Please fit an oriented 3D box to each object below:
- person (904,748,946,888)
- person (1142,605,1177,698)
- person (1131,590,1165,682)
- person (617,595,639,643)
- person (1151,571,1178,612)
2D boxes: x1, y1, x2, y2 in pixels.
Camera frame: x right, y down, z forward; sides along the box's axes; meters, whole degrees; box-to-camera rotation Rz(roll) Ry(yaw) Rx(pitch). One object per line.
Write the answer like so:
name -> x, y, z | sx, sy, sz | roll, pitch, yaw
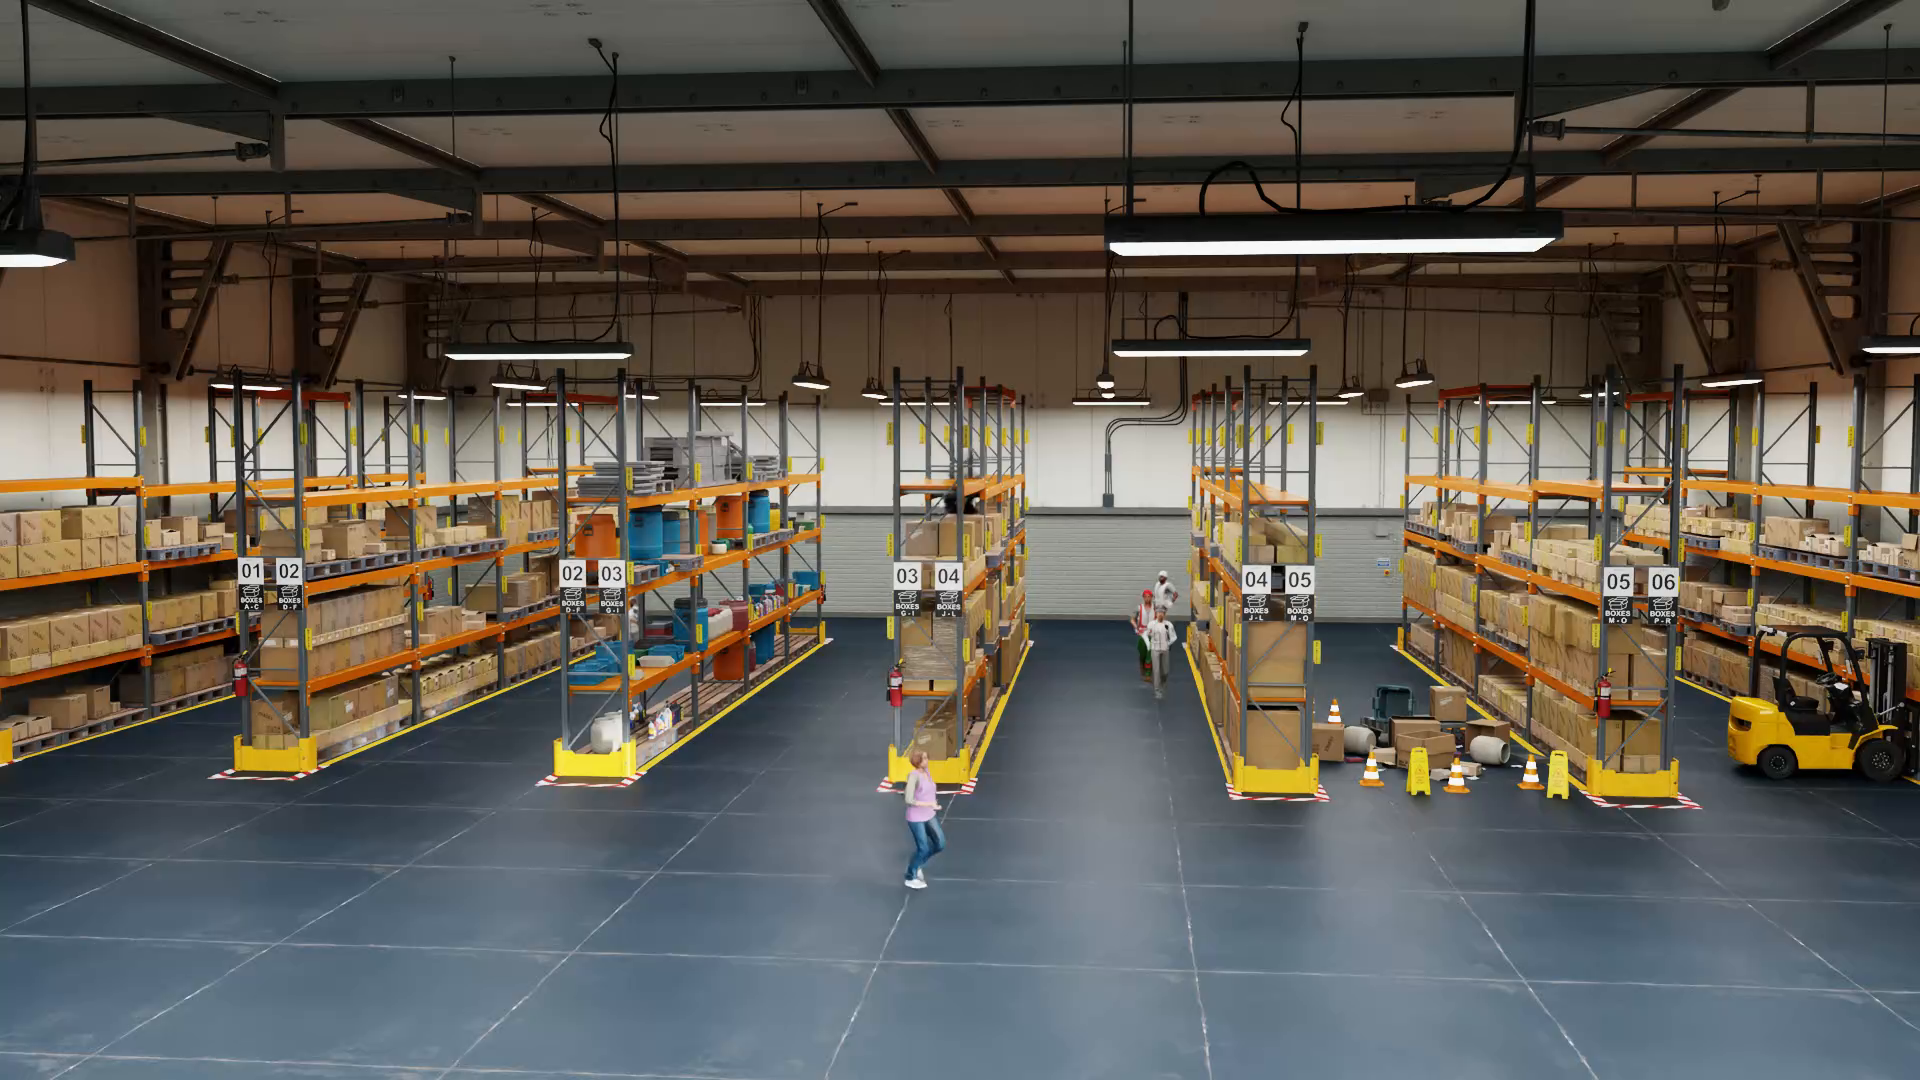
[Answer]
person -> -0.378, 3.075, 18.336 | 0.548, 1.558, 0.518 | 2, 4, 31
person -> 3.621, 2.004, 30.175 | 0.620, 1.665, 0.613 | 0, 4, 4
person -> 3.633, 1.840, 32.170 | 0.644, 1.757, 0.822 | 0, 4, 3
person -> -6.929, 1.988, 34.990 | 0.543, 1.758, 0.755 | -1, 4, -11
person -> 4.894, 1.634, 40.301 | 0.676, 1.791, 0.745 | -1, 4, -22
